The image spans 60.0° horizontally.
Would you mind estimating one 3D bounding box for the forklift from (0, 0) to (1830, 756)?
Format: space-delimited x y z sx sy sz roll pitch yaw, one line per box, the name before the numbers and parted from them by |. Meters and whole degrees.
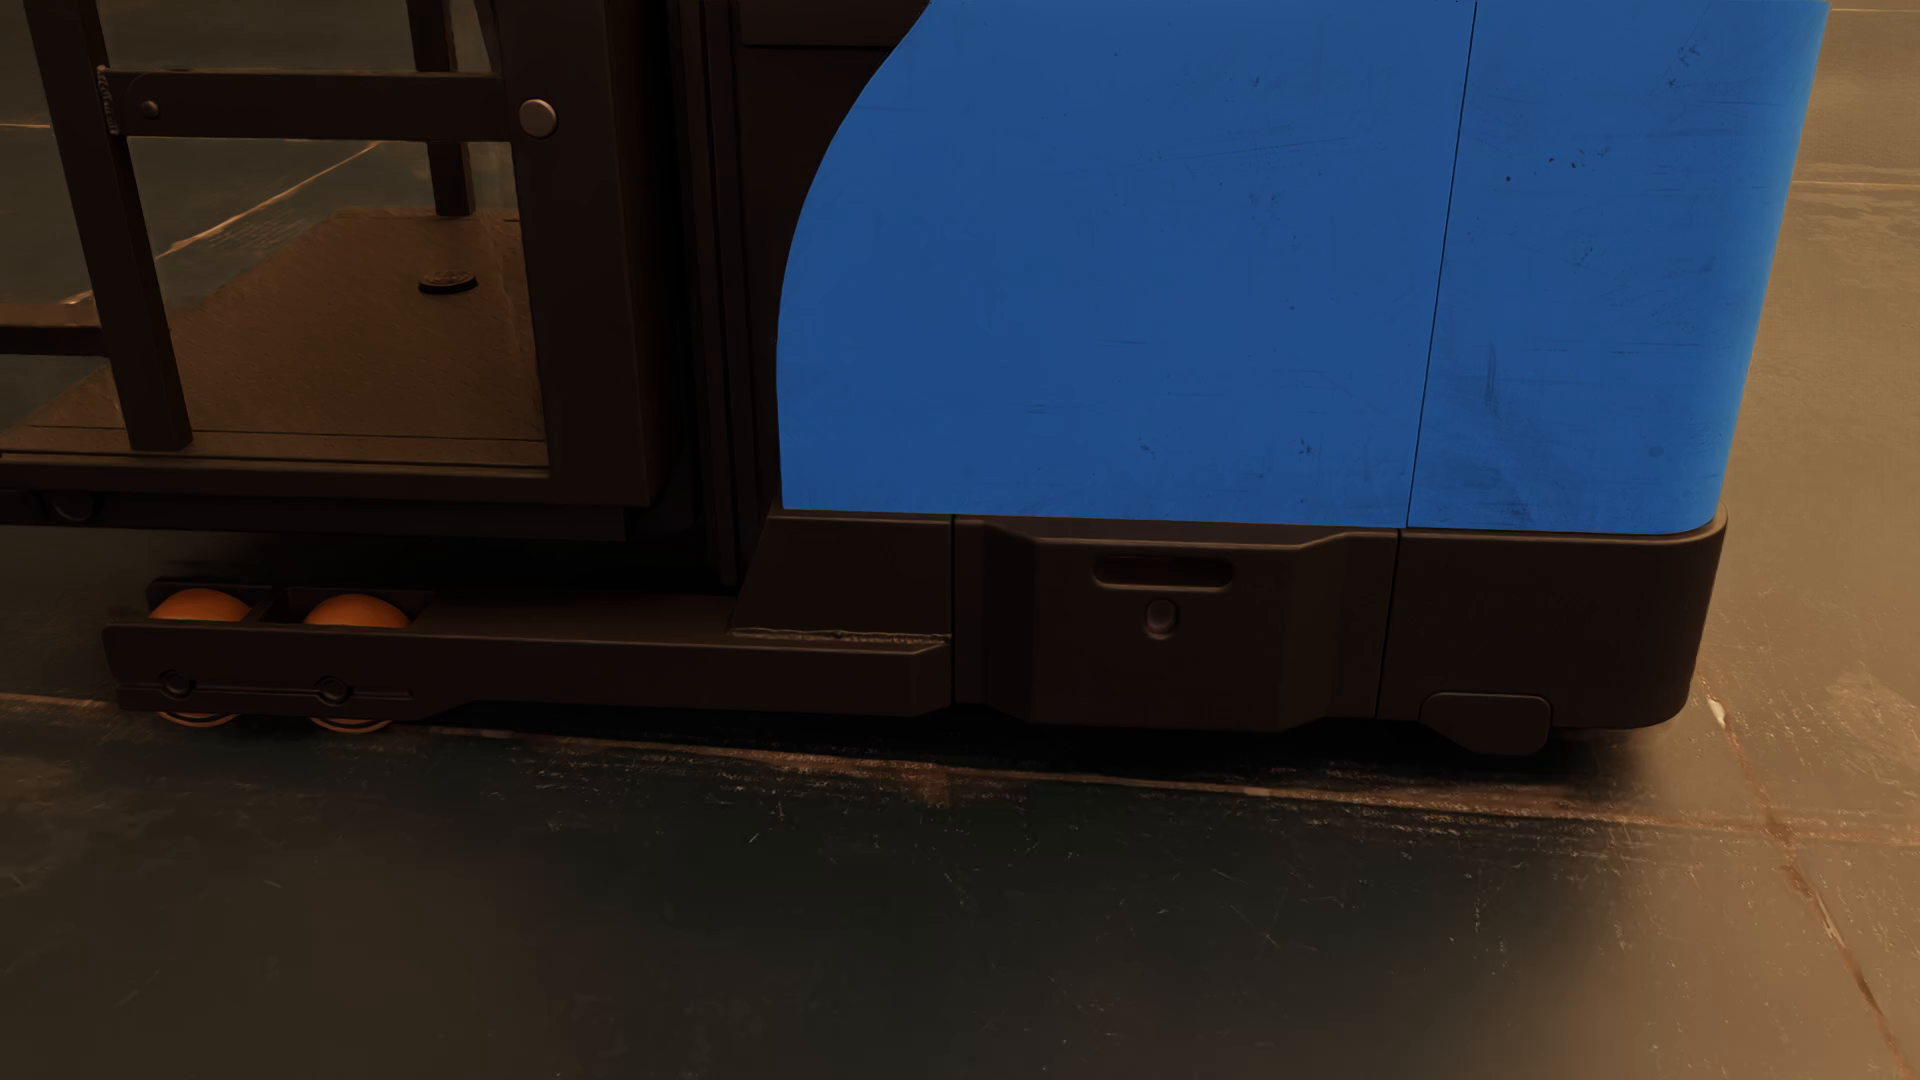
forklift | -0.616 -1.309 1.840 3.031 2.935 1.130 2 27 4
